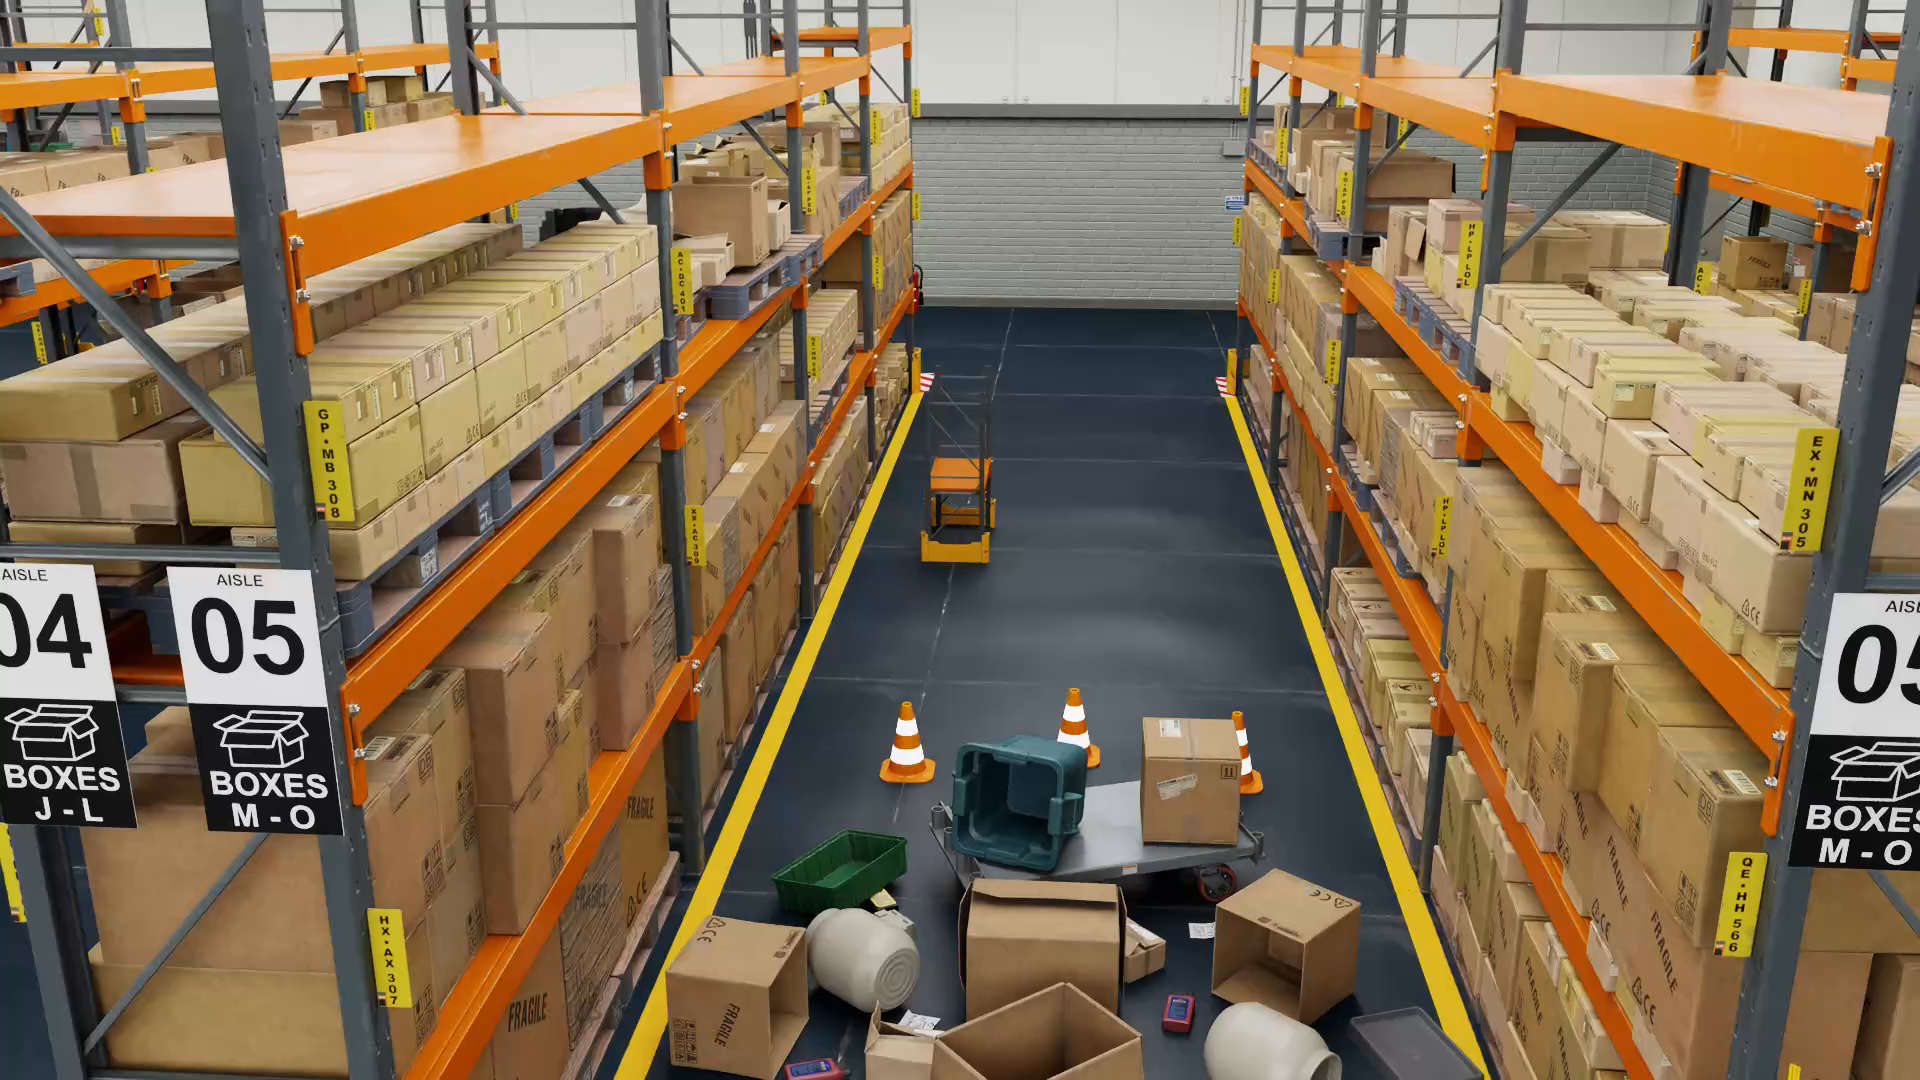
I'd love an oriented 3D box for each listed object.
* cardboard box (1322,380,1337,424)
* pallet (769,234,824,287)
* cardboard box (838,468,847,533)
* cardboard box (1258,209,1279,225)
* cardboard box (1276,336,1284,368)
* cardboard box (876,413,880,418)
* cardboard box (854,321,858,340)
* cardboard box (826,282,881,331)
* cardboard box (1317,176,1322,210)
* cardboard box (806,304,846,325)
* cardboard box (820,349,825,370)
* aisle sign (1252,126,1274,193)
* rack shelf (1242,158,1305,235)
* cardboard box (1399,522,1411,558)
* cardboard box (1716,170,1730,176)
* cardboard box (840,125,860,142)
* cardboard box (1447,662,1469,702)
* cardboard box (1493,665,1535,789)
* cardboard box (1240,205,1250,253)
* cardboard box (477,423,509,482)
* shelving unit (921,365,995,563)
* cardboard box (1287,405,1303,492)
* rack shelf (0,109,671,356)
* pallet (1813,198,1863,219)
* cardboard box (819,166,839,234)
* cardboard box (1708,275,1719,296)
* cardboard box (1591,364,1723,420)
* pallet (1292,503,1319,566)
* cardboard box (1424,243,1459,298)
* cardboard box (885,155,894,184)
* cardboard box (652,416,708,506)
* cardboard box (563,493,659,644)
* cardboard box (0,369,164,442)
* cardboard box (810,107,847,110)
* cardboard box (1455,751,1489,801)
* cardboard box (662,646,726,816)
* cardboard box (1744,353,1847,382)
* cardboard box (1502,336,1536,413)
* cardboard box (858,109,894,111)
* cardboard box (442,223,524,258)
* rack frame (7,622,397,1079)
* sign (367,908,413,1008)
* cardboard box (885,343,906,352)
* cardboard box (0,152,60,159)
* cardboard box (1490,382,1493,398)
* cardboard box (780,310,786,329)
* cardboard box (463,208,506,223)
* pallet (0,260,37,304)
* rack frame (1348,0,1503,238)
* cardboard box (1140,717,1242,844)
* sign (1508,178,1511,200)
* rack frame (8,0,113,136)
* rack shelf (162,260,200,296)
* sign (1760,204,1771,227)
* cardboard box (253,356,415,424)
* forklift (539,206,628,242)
[{"bbox_3d":[3.081,-1.071,12.811,0.500,0.250,0.500,1,18,4],"label":"cardboard box"},{"bbox_3d":[-1.638,-1.962,11.579,1.213,0.211,1.003,2,18,6],"label":"pallet"},{"bbox_3d":[-1.275,-0.369,14.571,0.500,0.500,0.500,1,18,3],"label":"cardboard box"},{"bbox_3d":[3.418,-3.479,17.915,0.380,0.149,0.250,1,18,3],"label":"cardboard box"},{"bbox_3d":[3.292,-1.788,15.805,0.500,0.250,0.500,1,18,3],"label":"cardboard box"},{"bbox_3d":[-1.058,-1.261,17.859,0.380,0.149,0.250,1,18,3],"label":"cardboard box"},{"bbox_3d":[-1.189,-2.022,16.006,0.380,0.149,0.250,1,18,3],"label":"cardboard box"},{"bbox_3d":[-1.071,-2.407,16.812,0.500,0.500,0.500,1,18,3],"label":"cardboard box"},{"bbox_3d":[3.049,-2.745,13.207,0.396,0.266,0.258,1,18,3],"label":"cardboard box"},{"bbox_3d":[-1.250,-2.058,15.161,0.380,0.149,0.250,1,18,4],"label":"cardboard box"},{"bbox_3d":[-1.340,-1.517,13.988,0.380,0.149,0.250,1,18,4],"label":"cardboard box"},{"bbox_3d":[3.589,-4.497,19.655,0.394,0.787,0.004,1,18,4],"label":"aisle sign"},{"bbox_3d":[3.730,-3.695,17.721,1.077,0.370,4.000,1,18,4],"label":"rack shelf"},{"bbox_3d":[2.808,0.006,9.815,0.380,0.149,0.250,1,18,4],"label":"cardboard box"},{"bbox_3d":[8.410,-4.018,17.953,0.380,0.149,0.250,1,18,4],"label":"cardboard box"},{"bbox_3d":[-1.096,-3.936,16.098,0.380,0.149,0.250,1,18,3],"label":"cardboard box"},{"bbox_3d":[2.670,0.704,8.360,0.380,0.149,0.250,1,18,4],"label":"cardboard box"},{"bbox_3d":[2.642,0.748,7.185,0.500,0.500,0.500,1,18,3],"label":"cardboard box"},{"bbox_3d":[3.555,-3.613,19.365,0.500,0.500,0.500,1,18,3],"label":"cardboard box"},{"bbox_3d":[-1.802,-0.309,5.799,0.380,0.149,0.250,1,18,4],"label":"cardboard box"},{"bbox_3d":[-0.005,-0.689,14.617,0.587,1.500,1.083,1,18,4],"label":"shelving unit"},{"bbox_3d":[3.622,-0.986,15.853,0.875,0.875,0.875,2,18,6],"label":"cardboard box"},{"bbox_3d":[-2.075,-1.283,6.184,1.077,0.370,4.000,1,18,4],"label":"rack shelf"},{"bbox_3d":[8.421,-3.016,14.795,1.213,0.211,1.003,1,18,4],"label":"pallet"},{"bbox_3d":[-1.279,-2.783,13.620,0.500,0.500,0.500,1,18,4],"label":"cardboard box"},{"bbox_3d":[8.454,-2.744,18.244,0.500,0.250,0.500,1,18,3],"label":"cardboard box"},{"bbox_3d":[2.532,-0.537,6.051,0.380,0.149,0.250,2,18,5],"label":"cardboard box"},{"bbox_3d":[3.521,-0.044,14.719,1.003,0.211,1.213,1,18,4],"label":"pallet"},{"bbox_3d":[2.989,-1.560,9.615,0.500,0.250,0.500,2,18,5],"label":"cardboard box"},{"bbox_3d":[-0.978,-3.879,17.367,0.500,0.250,0.500,2,18,6],"label":"cardboard box"},{"bbox_3d":[-1.867,-0.422,9.627,0.700,0.500,0.500,1,18,3],"label":"cardboard box"},{"bbox_3d":[-1.916,0.118,7.771,0.875,0.550,0.550,1,18,4],"label":"cardboard box"},{"bbox_3d":[-2.533,-0.387,4.757,0.380,0.149,0.250,1,18,4],"label":"cardboard box"},{"bbox_3d":[-1.468,-4.761,18.615,0.380,0.149,0.250,2,18,5],"label":"cardboard box"},{"bbox_3d":[2.633,1.151,8.088,0.380,0.149,0.250,2,18,5],"label":"cardboard box"},{"bbox_3d":[-1.977,1.090,9.719,1.050,0.750,0.750,1,18,4],"label":"cardboard box"},{"bbox_3d":[3.192,-0.604,6.254,0.380,0.149,0.250,2,18,5],"label":"cardboard box"},{"bbox_3d":[2.681,-0.710,7.220,0.500,0.250,0.500,1,18,3],"label":"cardboard box"},{"bbox_3d":[-0.924,-4.667,18.330,0.380,0.149,0.250,1,18,3],"label":"cardboard box"},{"bbox_3d":[-2.297,-1.412,7.884,0.380,0.149,0.250,1,18,4],"label":"cardboard box"},{"bbox_3d":[-2.218,1.657,5.048,1.000,3.000,0.127,1,18,4],"label":"rack frame"},{"bbox_3d":[-1.665,1.223,4.857,0.100,0.325,0.005,1,18,4],"label":"sign"},{"bbox_3d":[-0.857,-2.269,19.980,0.380,0.149,0.250,1,18,5],"label":"cardboard box"},{"bbox_3d":[-6.875,-2.540,12.076,0.500,0.500,0.500,1,18,4],"label":"cardboard box"},{"bbox_3d":[2.743,-0.720,7.888,0.380,0.149,0.250,1,18,3],"label":"cardboard box"},{"bbox_3d":[-1.862,-2.099,15.762,0.380,0.149,0.250,1,18,3],"label":"cardboard box"},{"bbox_3d":[-5.784,-3.723,20.028,0.500,0.500,0.500,2,18,5],"label":"cardboard box"},{"bbox_3d":[-6.650,-1.575,10.396,1.213,0.211,1.003,1,18,4],"label":"pallet"},{"bbox_3d":[3.300,-3.599,11.455,1.000,3.000,0.127,1,18,4],"label":"rack frame"},{"bbox_3d":[1.235,1.292,8.962,0.500,0.500,0.500,1,18,4],"label":"cardboard box"},{"bbox_3d":[3.841,-2.407,11.803,0.100,0.325,0.005,1,18,4],"label":"sign"},{"bbox_3d":[-10.951,-6.415,20.050,1.000,3.000,0.127,1,18,4],"label":"rack frame"},{"bbox_3d":[-6.441,-2.674,14.605,1.077,0.370,4.000,1,18,4],"label":"rack shelf"},{"bbox_3d":[9.377,-3.805,19.351,0.100,0.325,0.005,1,18,4],"label":"sign"},{"bbox_3d":[-1.858,-0.449,4.947,0.380,0.149,0.250,1,18,4],"label":"cardboard box"},{"bbox_3d":[-3.112,-1.250,14.030,1.130,2.935,3.031,1,18,3],"label":"forklift"}]
